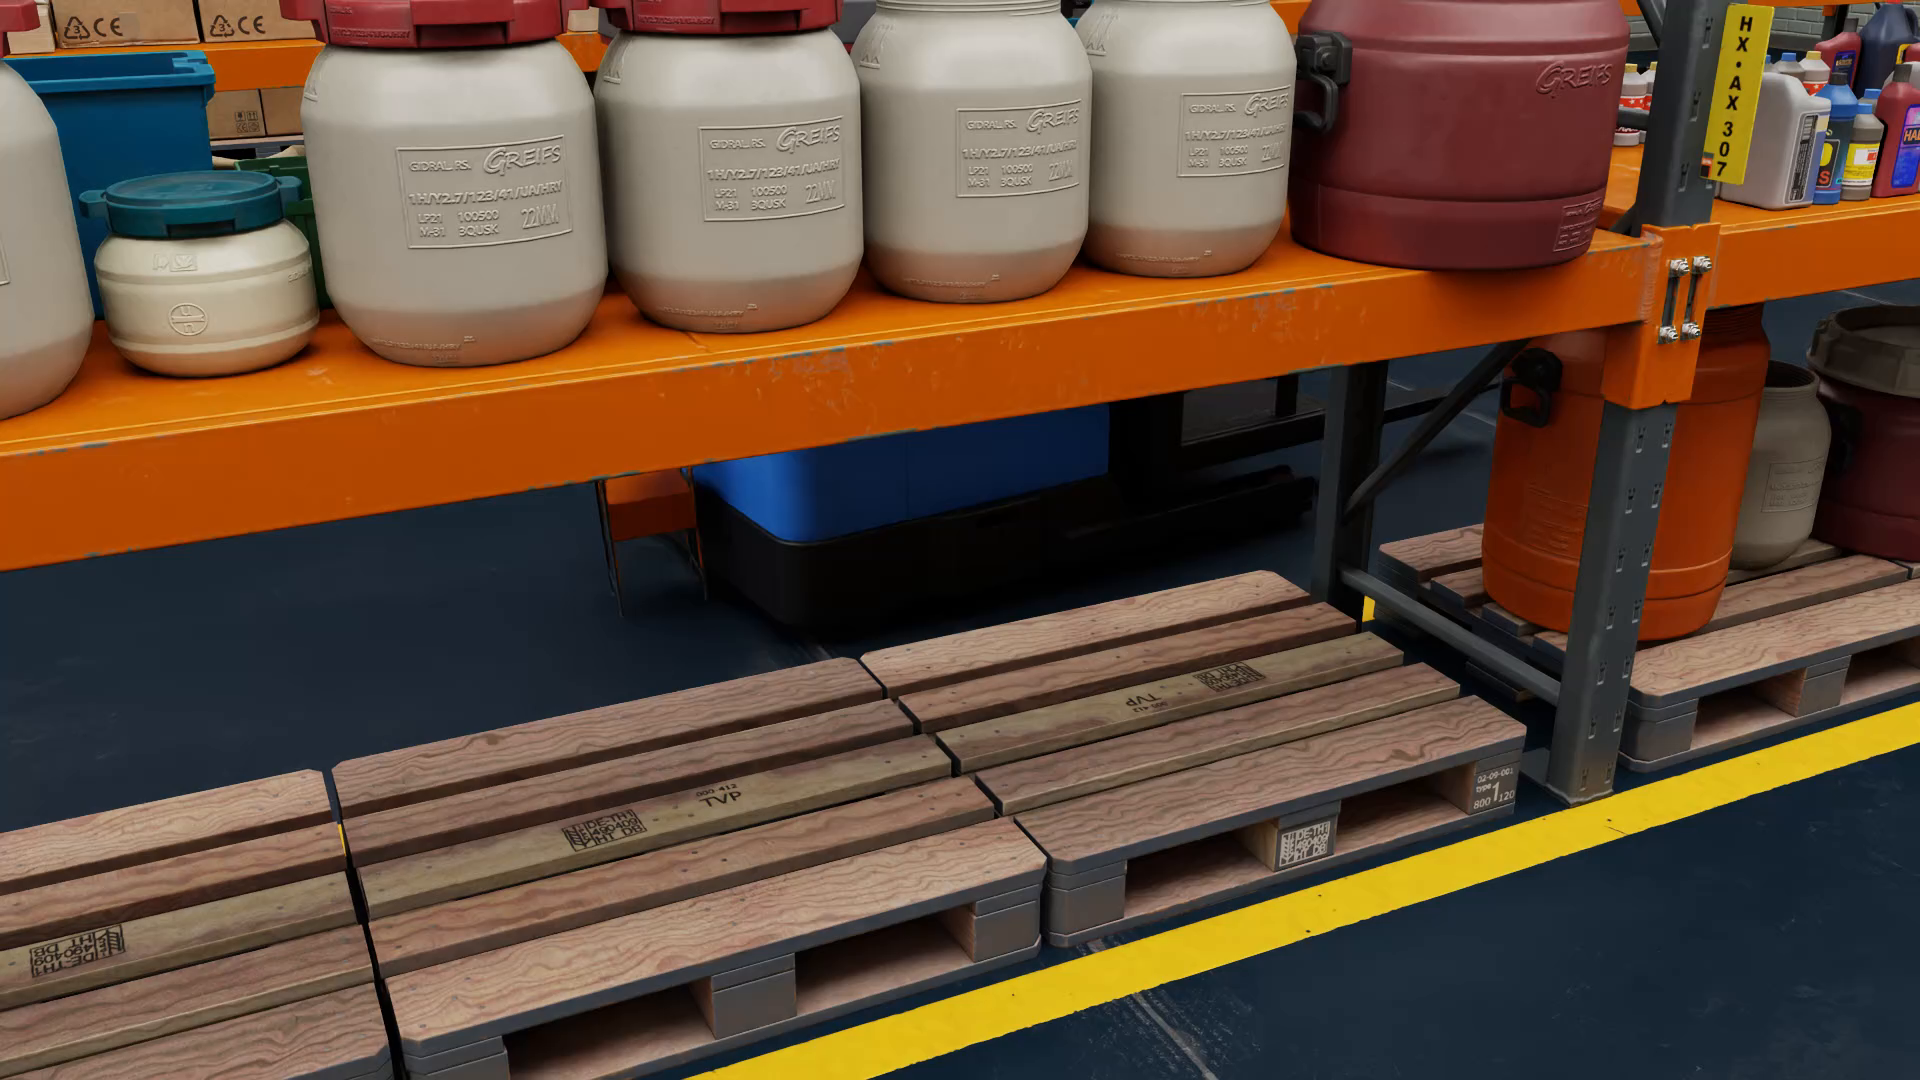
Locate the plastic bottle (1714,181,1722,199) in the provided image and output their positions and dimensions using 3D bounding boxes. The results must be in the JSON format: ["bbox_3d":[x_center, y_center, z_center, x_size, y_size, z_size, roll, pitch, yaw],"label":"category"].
[{"bbox_3d":[1.692,-0.914,3.697,0.135,0.276,0.152,-10,25,-24],"label":"plastic bottle"}]

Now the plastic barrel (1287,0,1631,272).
[{"bbox_3d":[0.941,-0.840,3.179,0.708,0.536,0.600,-10,25,-24],"label":"plastic barrel"}]

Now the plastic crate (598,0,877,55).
[{"bbox_3d":[-0.361,-0.825,3.238,0.583,0.464,0.402,-10,25,-24],"label":"plastic crate"}]

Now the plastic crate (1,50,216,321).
[{"bbox_3d":[-1.518,-0.577,2.744,0.575,0.384,0.392,-10,25,-24],"label":"plastic crate"}]

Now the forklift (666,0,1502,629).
[{"bbox_3d":[0.539,-1.521,5.092,3.031,2.935,1.130,-14,26,-30],"label":"forklift"}]

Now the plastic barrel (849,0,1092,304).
[{"bbox_3d":[0.014,-0.696,2.863,0.421,0.512,0.421,0,22,0],"label":"plastic barrel"}]

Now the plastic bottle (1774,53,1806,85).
[{"bbox_3d":[2.253,-1.228,4.556,0.097,0.201,0.097,0,22,0],"label":"plastic bottle"}]

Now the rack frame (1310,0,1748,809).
[{"bbox_3d":[1.228,-0.958,3.643,0.127,3.000,1.000,-10,25,-24],"label":"rack frame"}]

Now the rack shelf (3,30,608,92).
[{"bbox_3d":[-2.719,-2.002,7.104,4.000,0.370,1.077,-10,25,-24],"label":"rack shelf"}]

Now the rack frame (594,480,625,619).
[{"bbox_3d":[-1.015,-0.292,4.584,0.008,1.050,0.200,-11,25,-17],"label":"rack frame"}]

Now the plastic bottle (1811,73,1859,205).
[{"bbox_3d":[1.874,-0.869,3.595,0.097,0.271,0.097,0,22,0],"label":"plastic bottle"}]

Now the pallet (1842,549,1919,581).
[{"bbox_3d":[3.018,-0.016,5.012,1.213,0.211,1.003,-10,25,-24],"label":"pallet"}]

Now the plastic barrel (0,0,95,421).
[{"bbox_3d":[-1.420,-0.441,2.215,0.433,0.535,0.433,0,22,0],"label":"plastic barrel"}]

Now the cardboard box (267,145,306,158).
[{"bbox_3d":[-2.910,-1.604,7.515,0.500,0.311,0.500,-11,25,-24],"label":"cardboard box"}]

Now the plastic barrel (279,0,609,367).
[{"bbox_3d":[-0.758,-0.562,2.509,0.433,0.535,0.433,0,22,0],"label":"plastic barrel"}]

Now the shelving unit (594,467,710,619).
[{"bbox_3d":[-0.901,-0.315,4.620,0.252,1.050,0.215,-11,25,-17],"label":"shelving unit"}]

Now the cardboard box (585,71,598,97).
[{"bbox_3d":[-2.350,-3.650,12.407,0.750,0.750,0.750,-11,25,-24],"label":"cardboard box"}]

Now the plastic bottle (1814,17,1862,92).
[{"bbox_3d":[2.437,-1.308,4.640,0.133,0.283,0.061,-10,25,-24],"label":"plastic bottle"}]

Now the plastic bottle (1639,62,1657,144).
[{"bbox_3d":[1.815,-1.148,4.361,0.097,0.201,0.097,0,22,0],"label":"plastic bottle"}]

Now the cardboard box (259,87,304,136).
[{"bbox_3d":[-4.645,-3.146,11.621,0.500,0.500,0.700,-11,25,-24],"label":"cardboard box"}]

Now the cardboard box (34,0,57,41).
[{"bbox_3d":[-3.809,-2.149,6.696,0.258,0.266,0.396,-11,25,-25],"label":"cardboard box"}]

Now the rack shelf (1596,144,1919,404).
[{"bbox_3d":[3.030,-0.958,4.582,4.000,0.370,1.077,-10,25,-24],"label":"rack shelf"}]

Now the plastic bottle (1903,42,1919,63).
[{"bbox_3d":[2.666,-1.289,4.594,0.133,0.283,0.061,-10,25,-24],"label":"plastic bottle"}]

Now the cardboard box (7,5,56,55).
[{"bbox_3d":[-3.635,-1.963,6.398,0.250,0.149,0.380,-10,25,-24],"label":"cardboard box"}]

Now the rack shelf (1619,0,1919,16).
[{"bbox_3d":[4.489,-3.329,10.310,4.000,0.370,1.077,-10,25,-24],"label":"rack shelf"}]

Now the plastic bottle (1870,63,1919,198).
[{"bbox_3d":[2.074,-0.903,3.663,0.133,0.283,0.061,-10,25,-24],"label":"plastic bottle"}]

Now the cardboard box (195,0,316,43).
[{"bbox_3d":[-2.897,-2.341,6.852,0.500,0.500,0.500,-10,25,-24],"label":"cardboard box"}]

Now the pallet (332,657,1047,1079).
[{"bbox_3d":[-0.585,0.646,3.413,1.213,0.211,1.003,-10,25,-24],"label":"pallet"}]

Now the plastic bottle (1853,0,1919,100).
[{"bbox_3d":[2.598,-1.351,4.657,0.185,0.351,0.144,-10,25,-24],"label":"plastic bottle"}]

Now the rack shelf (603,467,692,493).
[{"bbox_3d":[-0.900,-0.305,4.624,0.240,0.259,0.215,-11,25,-17],"label":"rack shelf"}]

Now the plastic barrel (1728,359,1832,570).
[{"bbox_3d":[2.131,-0.214,4.549,0.421,0.512,0.421,0,22,0],"label":"plastic barrel"}]

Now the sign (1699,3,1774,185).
[{"bbox_3d":[1.472,-0.845,3.156,0.005,0.325,0.100,-10,25,-24],"label":"sign"}]
